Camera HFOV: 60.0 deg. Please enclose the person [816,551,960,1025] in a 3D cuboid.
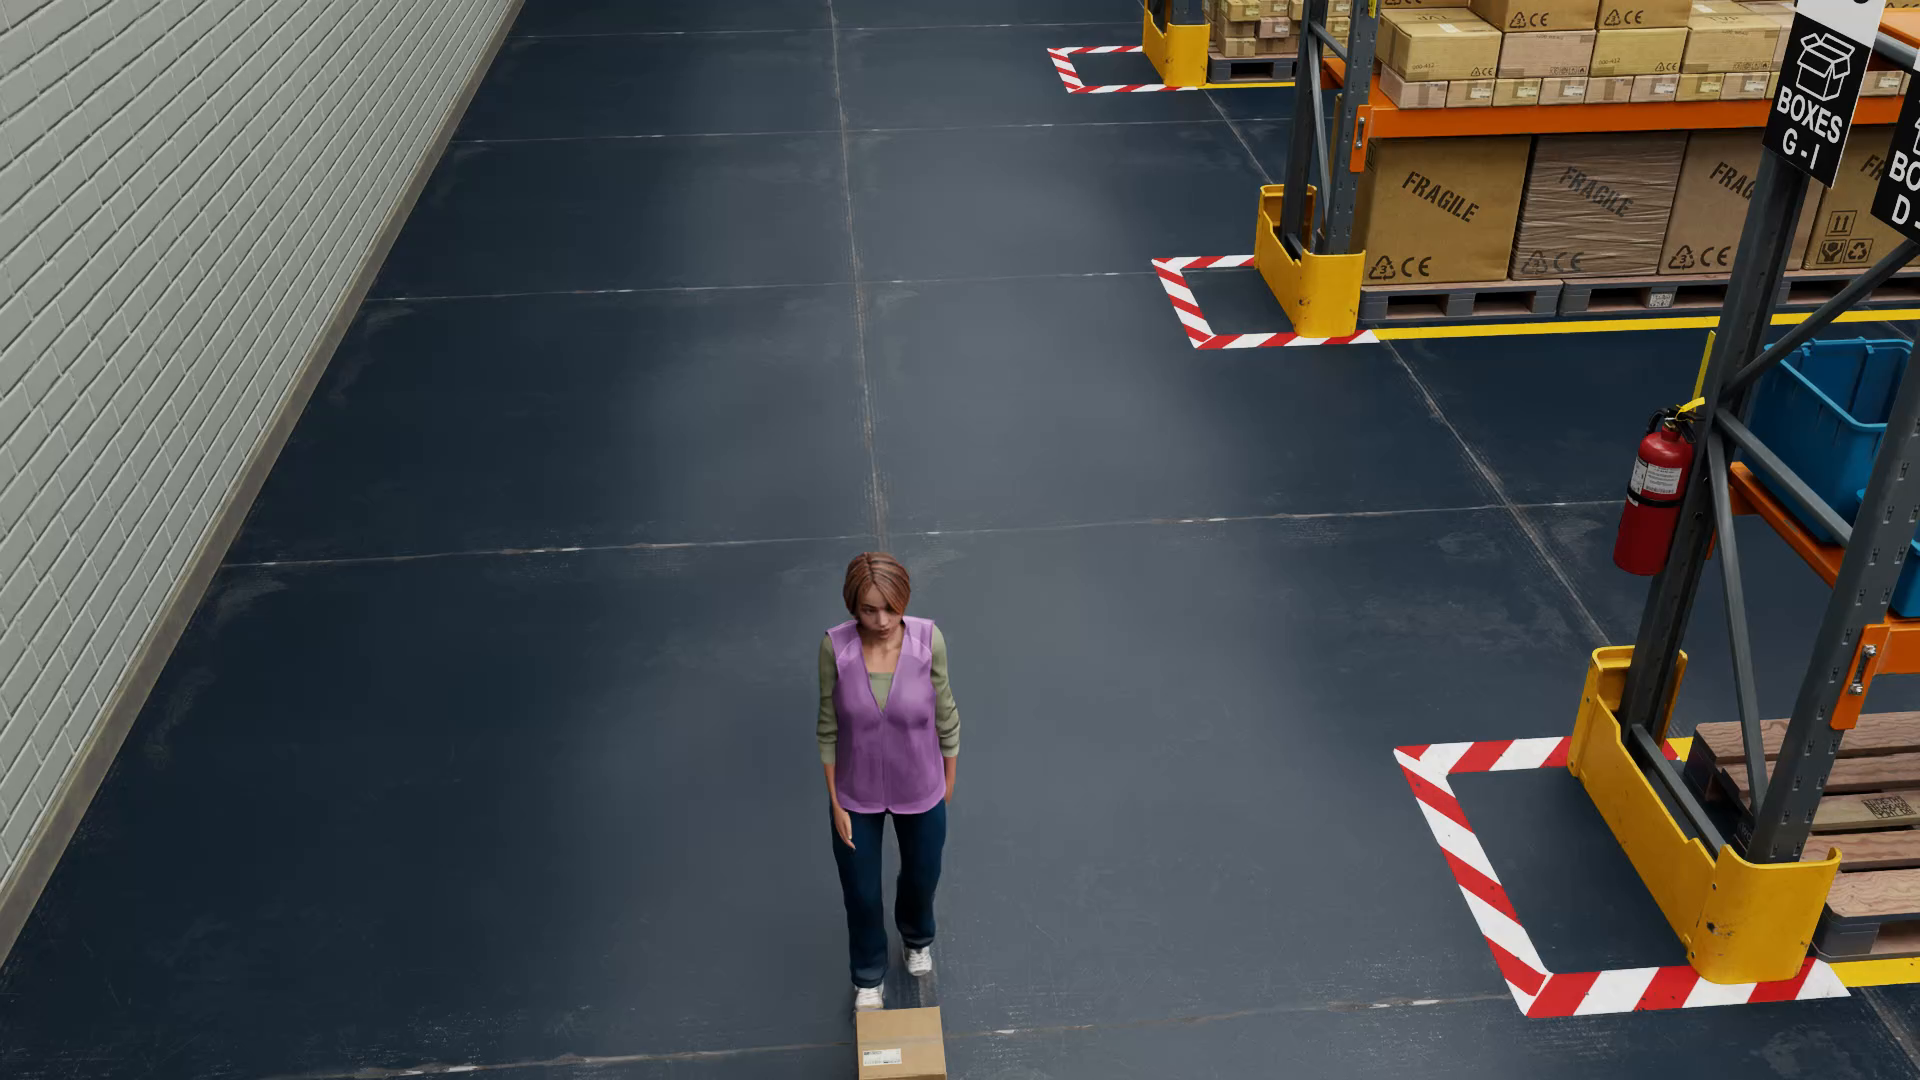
[{"bbox_3d":[-0.206,0.787,4.940,0.419,1.663,0.459,-2,32,-4],"label":"person"}]
